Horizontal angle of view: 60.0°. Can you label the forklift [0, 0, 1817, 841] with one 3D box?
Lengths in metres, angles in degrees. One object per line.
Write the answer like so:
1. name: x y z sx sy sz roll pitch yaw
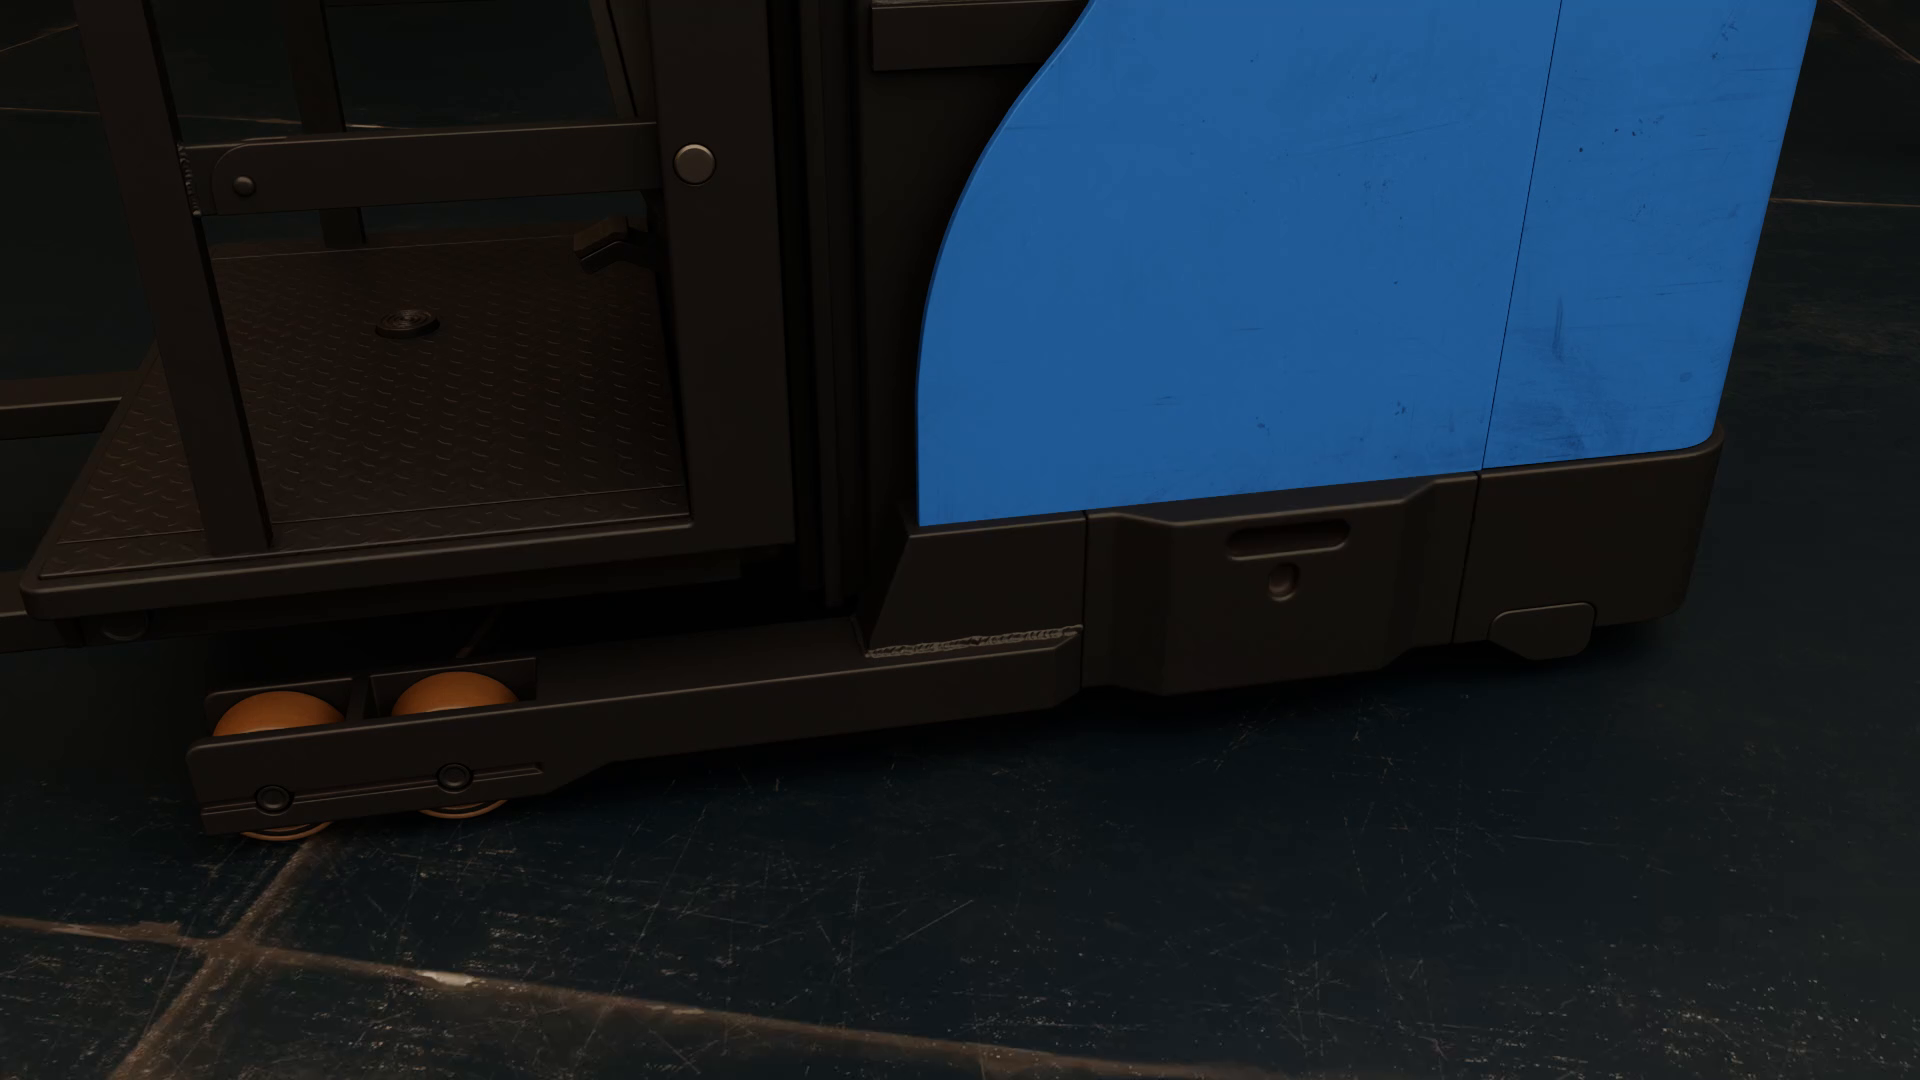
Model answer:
1. forklift: -0.596 -1.221 1.680 3.031 2.935 1.130 -6 30 -10
